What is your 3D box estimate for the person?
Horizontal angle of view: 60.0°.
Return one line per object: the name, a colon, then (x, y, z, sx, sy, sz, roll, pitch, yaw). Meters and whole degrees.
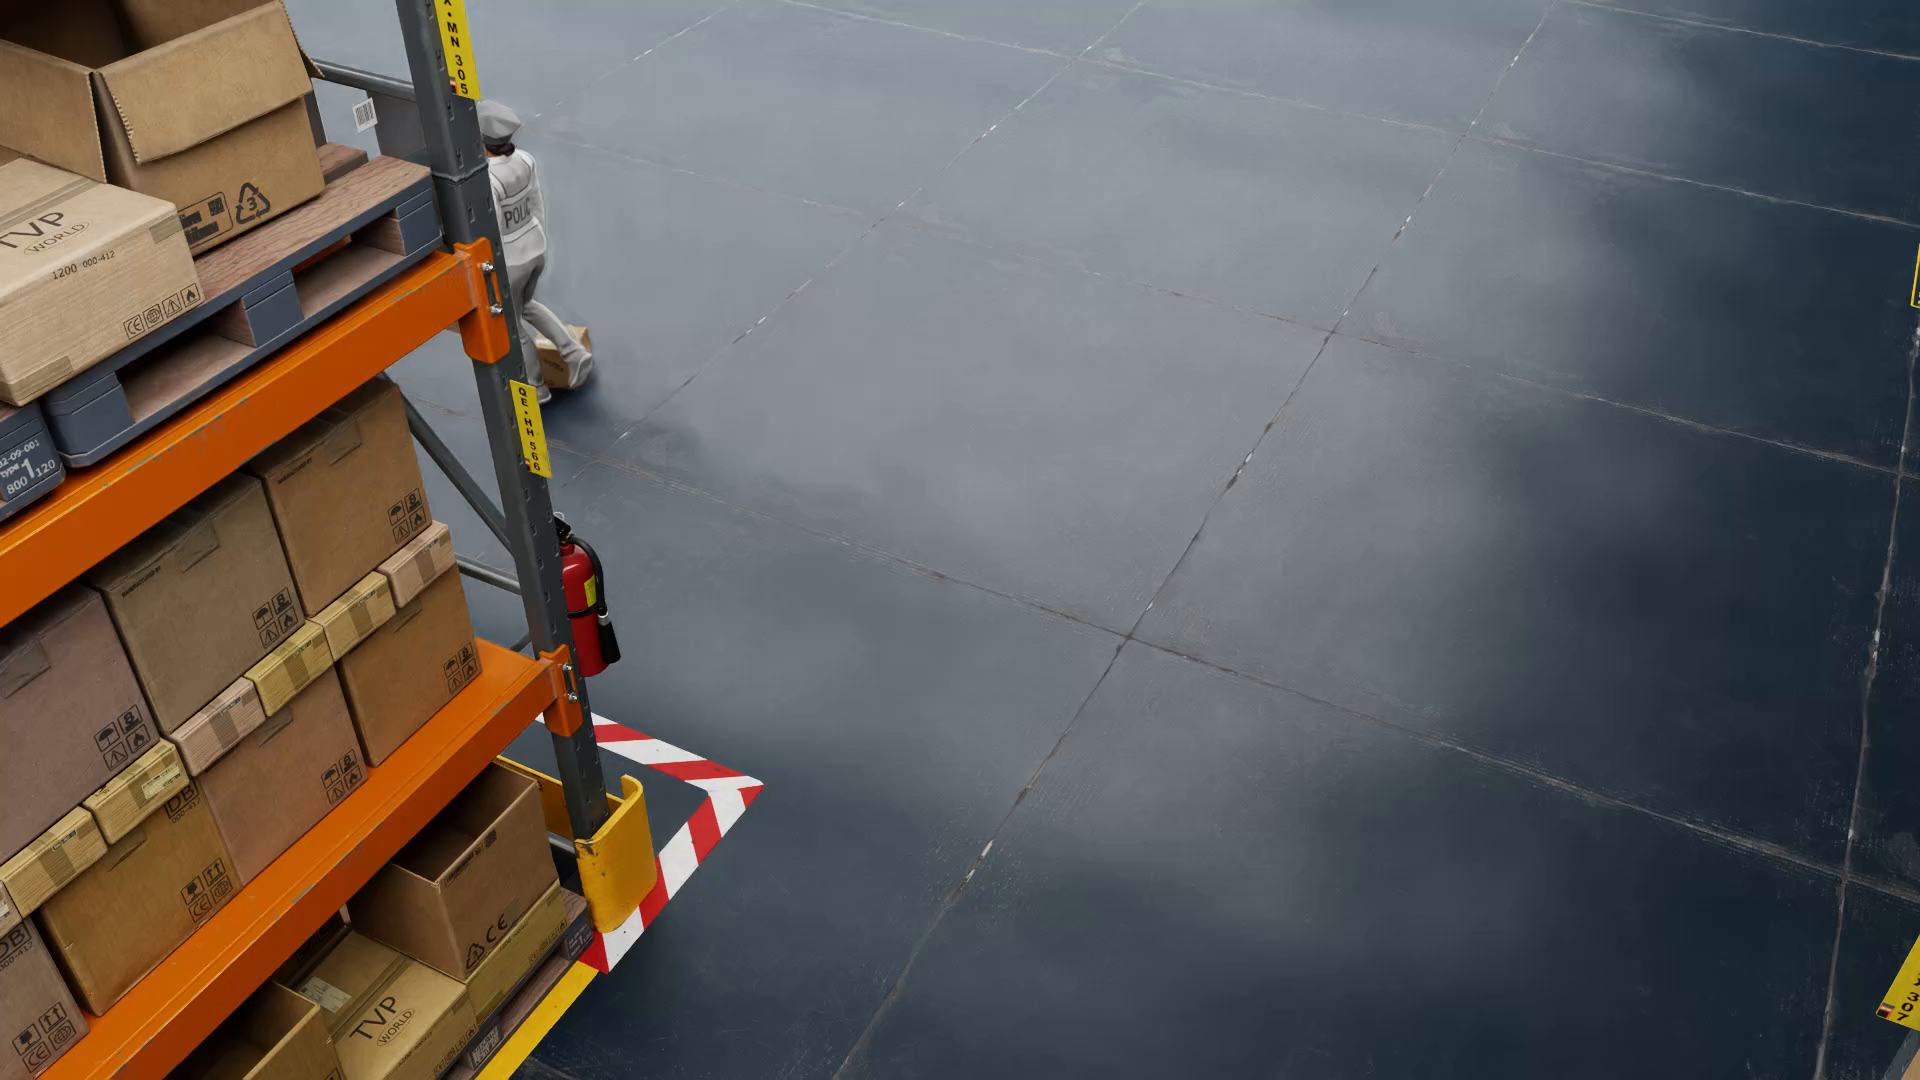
person: (-2.235, -1.430, 8.507, 0.497, 1.677, 0.493, 14, 40, 17)
